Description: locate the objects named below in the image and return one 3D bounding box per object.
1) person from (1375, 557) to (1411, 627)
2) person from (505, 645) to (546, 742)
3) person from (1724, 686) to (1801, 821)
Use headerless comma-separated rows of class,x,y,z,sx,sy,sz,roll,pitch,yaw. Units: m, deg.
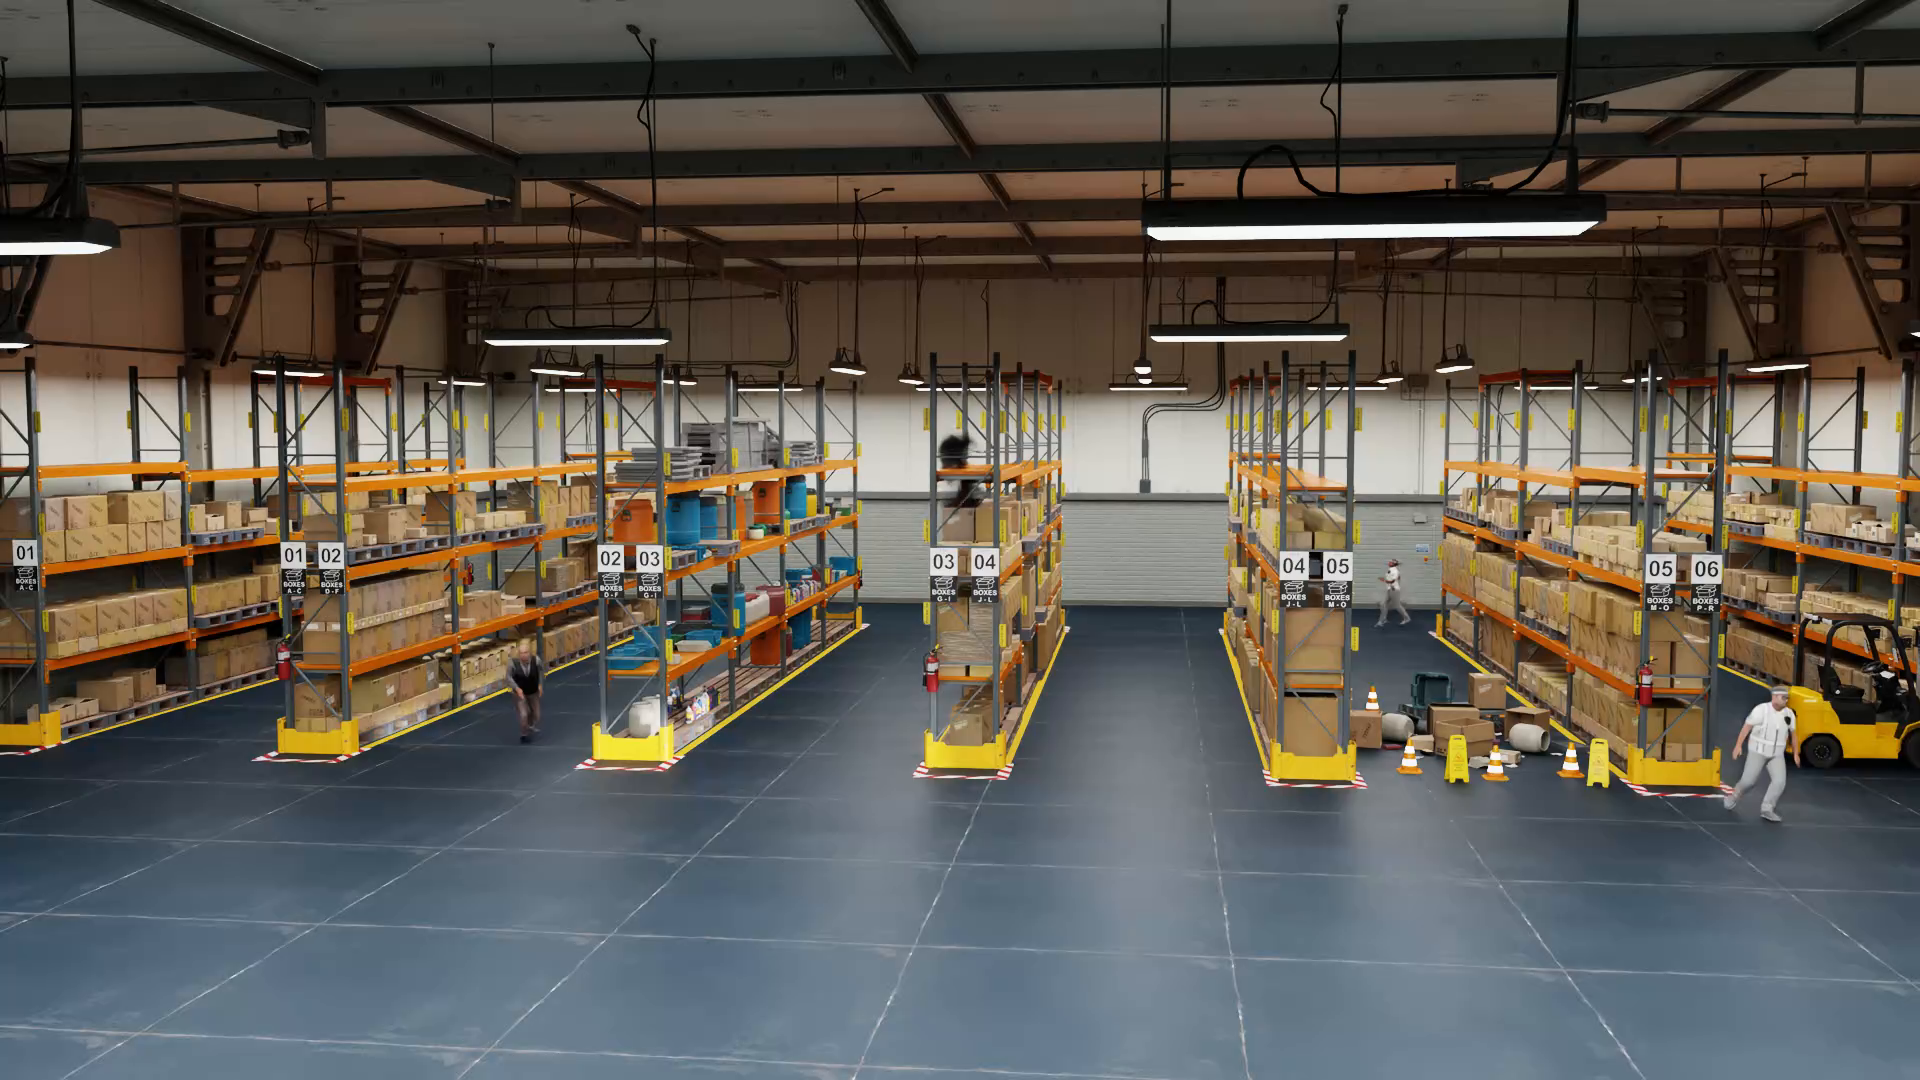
person,10.605,1.271,40.699,0.843,1.731,0.574,0,4,3
person,-6.813,2.376,26.028,0.641,1.567,0.862,-2,5,-31
person,10.168,2.657,21.101,0.749,1.701,0.728,0,4,-3
